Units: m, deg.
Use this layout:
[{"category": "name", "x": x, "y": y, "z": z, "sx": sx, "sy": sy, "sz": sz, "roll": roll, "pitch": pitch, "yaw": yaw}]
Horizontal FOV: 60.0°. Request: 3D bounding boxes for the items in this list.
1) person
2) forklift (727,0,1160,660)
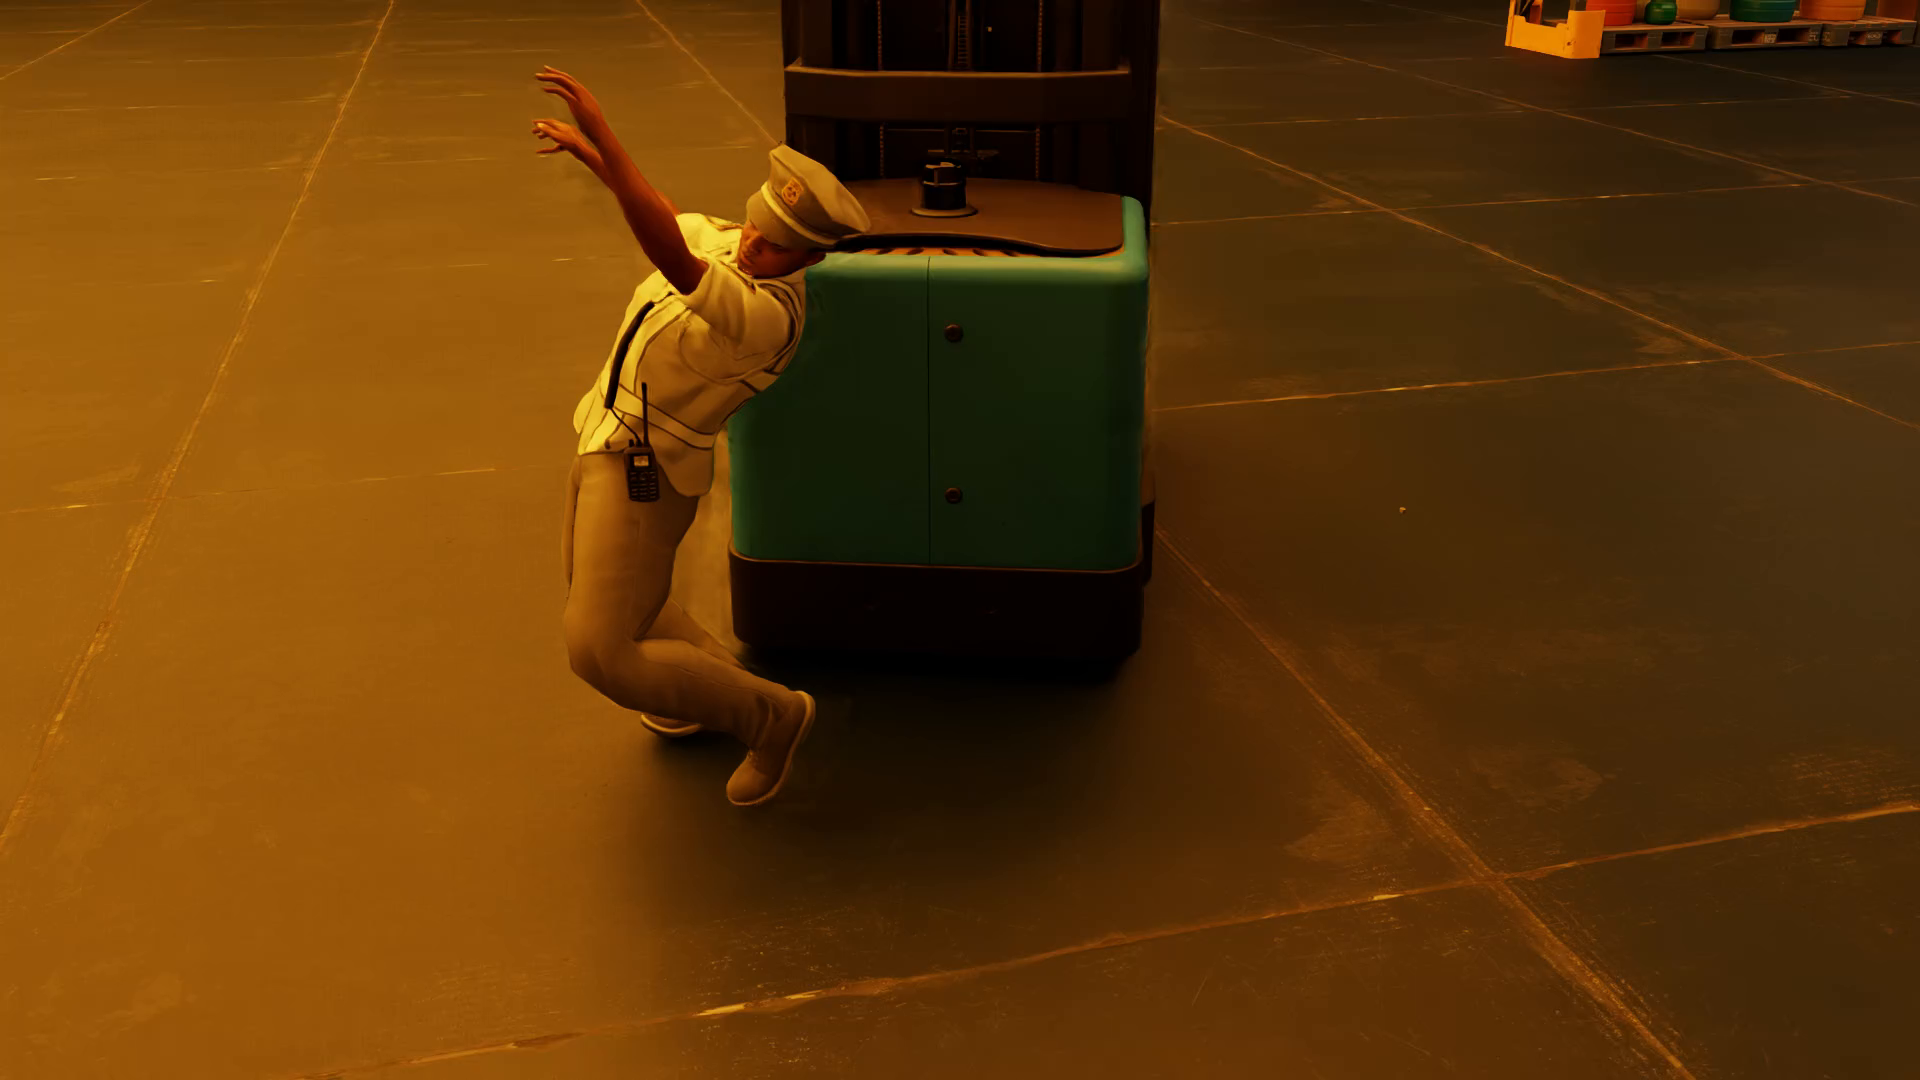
[{"category": "person", "x": -0.574, "y": -0.281, "z": 3.657, "sx": 0.691, "sy": 1.579, "sz": 0.946, "roll": -7, "pitch": 24, "yaw": -15}, {"category": "forklift", "x": 0.049, "y": -1.587, "z": 5.038, "sx": 1.130, "sy": 2.935, "sz": 3.031, "roll": 2, "pitch": 23, "yaw": 4}]
